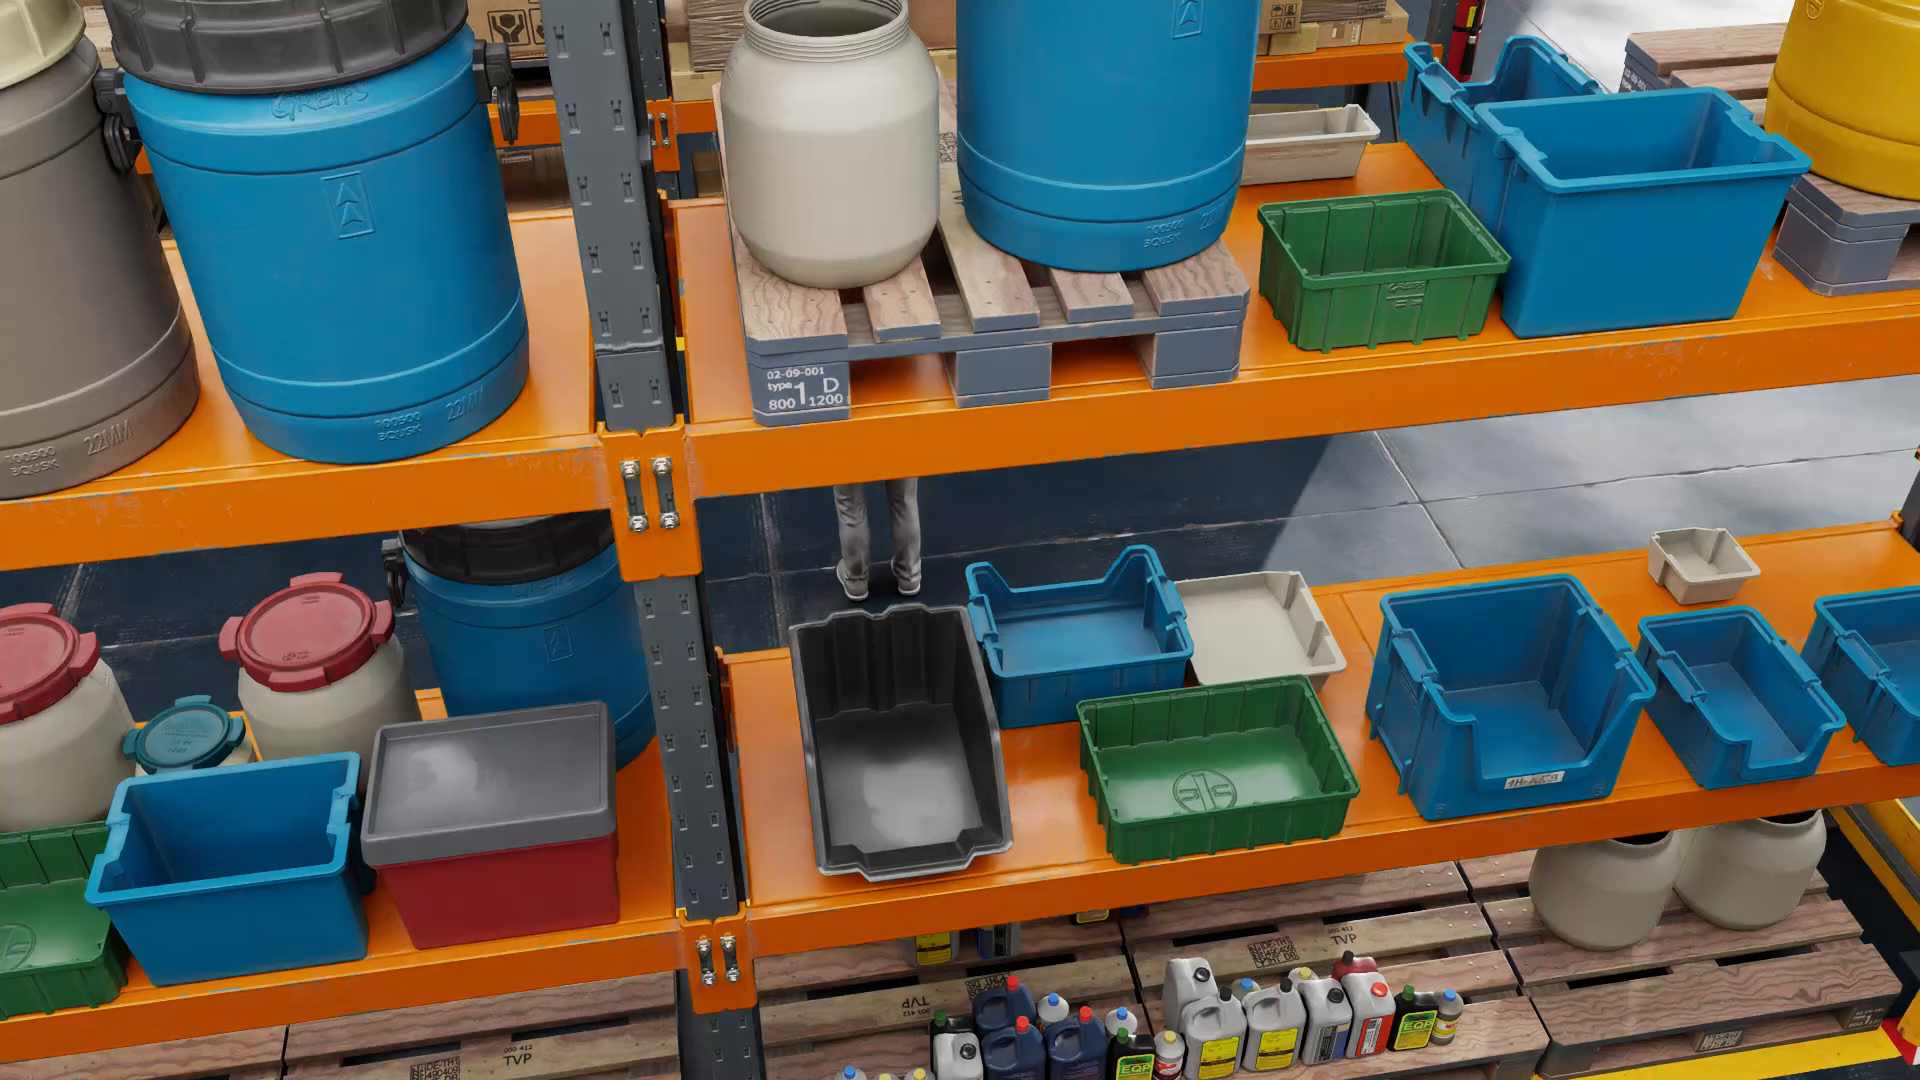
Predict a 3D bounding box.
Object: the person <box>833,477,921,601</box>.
[{"bbox_3d":[-0.365,-0.499,6.751,0.461,1.687,0.555,-6,39,-8],"label":"person"}]
